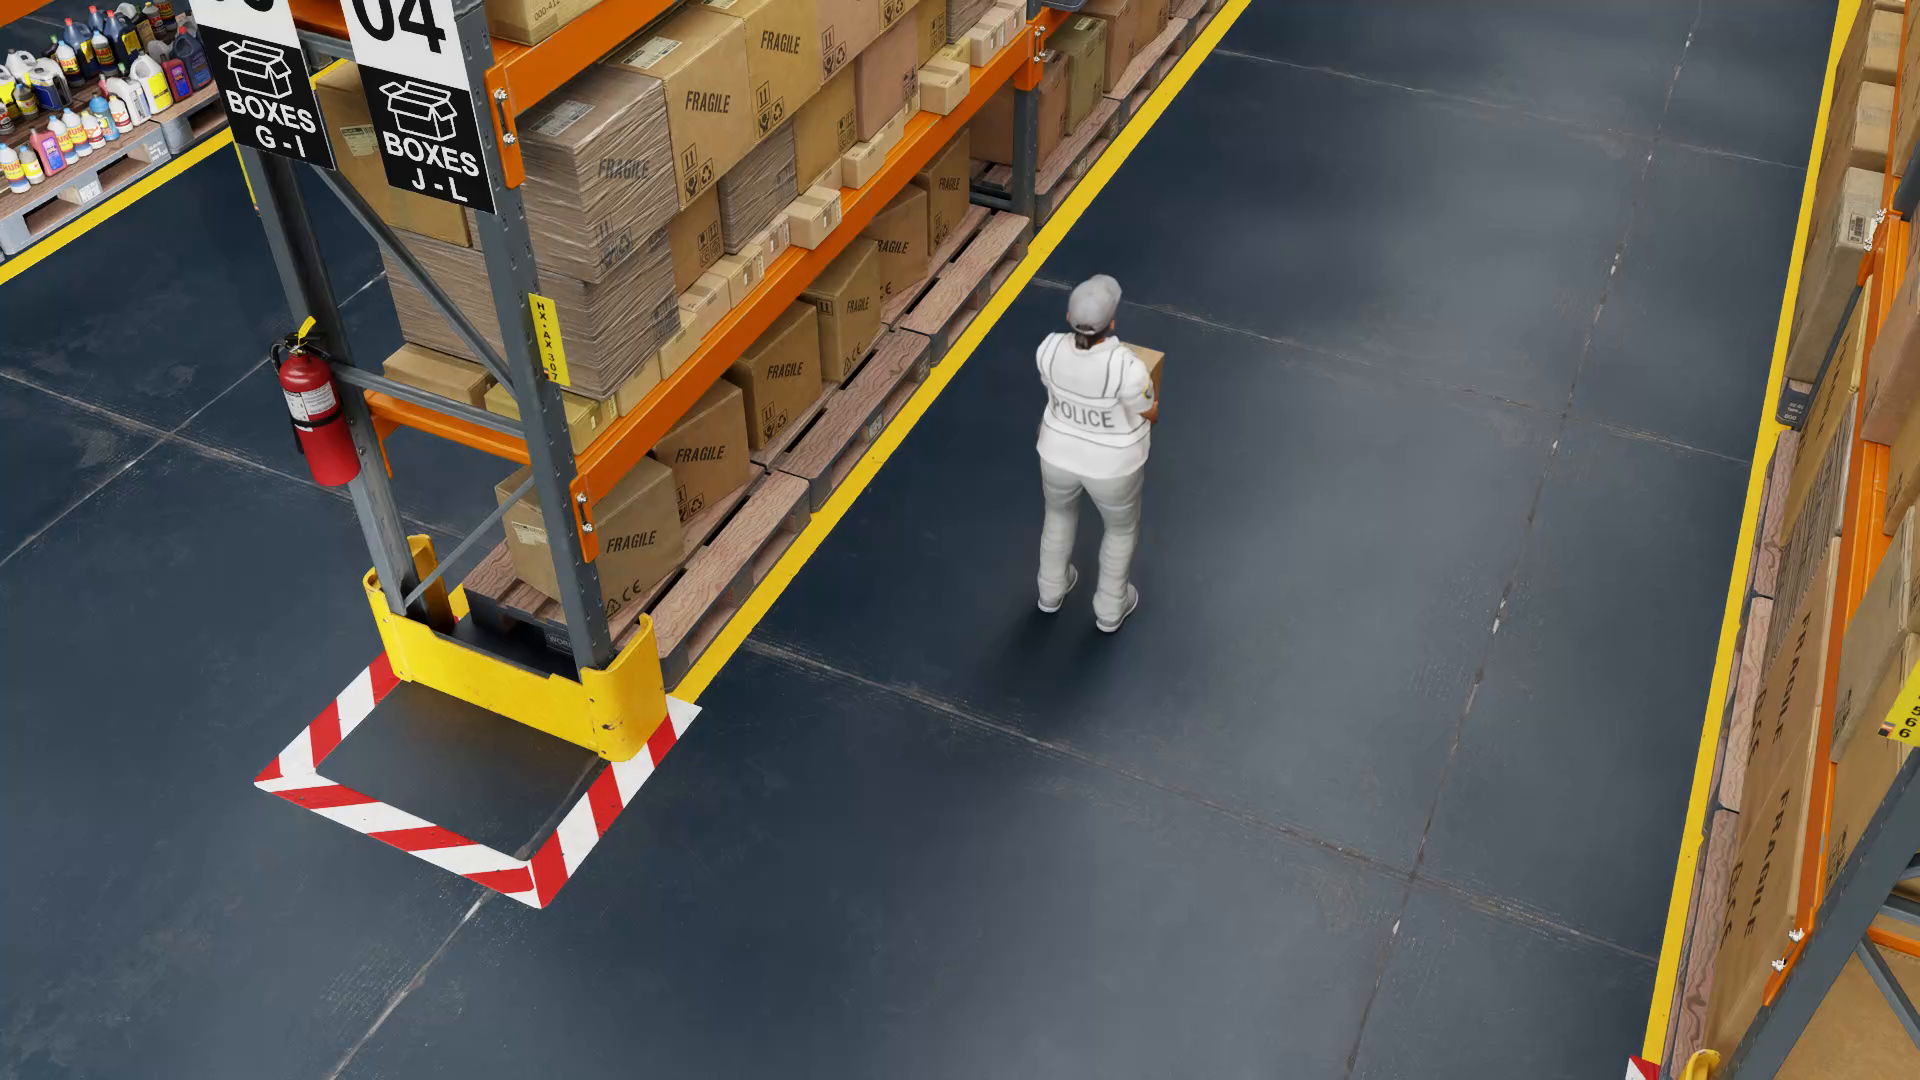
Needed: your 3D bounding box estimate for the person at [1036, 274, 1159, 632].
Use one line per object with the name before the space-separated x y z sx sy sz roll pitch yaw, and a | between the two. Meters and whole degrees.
person | 0.548 -0.375 6.579 0.452 1.653 0.541 18 45 19
